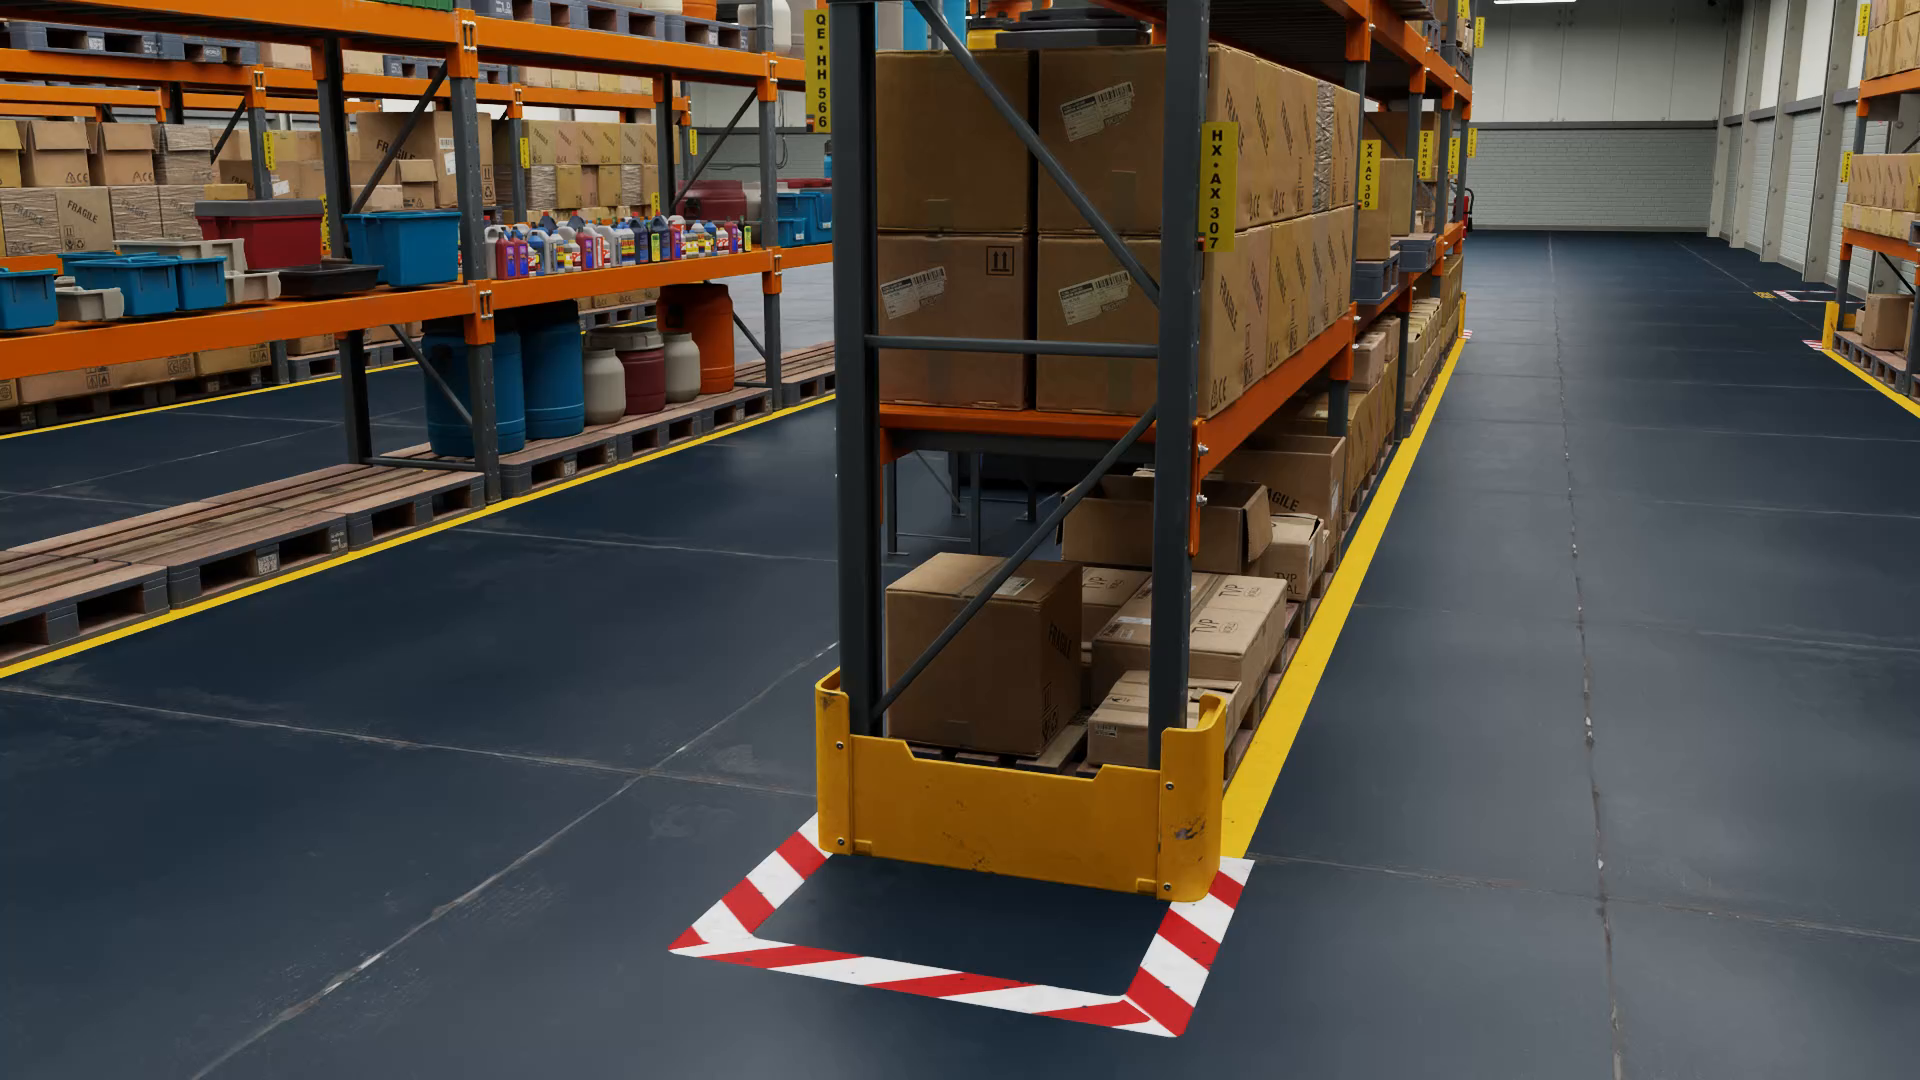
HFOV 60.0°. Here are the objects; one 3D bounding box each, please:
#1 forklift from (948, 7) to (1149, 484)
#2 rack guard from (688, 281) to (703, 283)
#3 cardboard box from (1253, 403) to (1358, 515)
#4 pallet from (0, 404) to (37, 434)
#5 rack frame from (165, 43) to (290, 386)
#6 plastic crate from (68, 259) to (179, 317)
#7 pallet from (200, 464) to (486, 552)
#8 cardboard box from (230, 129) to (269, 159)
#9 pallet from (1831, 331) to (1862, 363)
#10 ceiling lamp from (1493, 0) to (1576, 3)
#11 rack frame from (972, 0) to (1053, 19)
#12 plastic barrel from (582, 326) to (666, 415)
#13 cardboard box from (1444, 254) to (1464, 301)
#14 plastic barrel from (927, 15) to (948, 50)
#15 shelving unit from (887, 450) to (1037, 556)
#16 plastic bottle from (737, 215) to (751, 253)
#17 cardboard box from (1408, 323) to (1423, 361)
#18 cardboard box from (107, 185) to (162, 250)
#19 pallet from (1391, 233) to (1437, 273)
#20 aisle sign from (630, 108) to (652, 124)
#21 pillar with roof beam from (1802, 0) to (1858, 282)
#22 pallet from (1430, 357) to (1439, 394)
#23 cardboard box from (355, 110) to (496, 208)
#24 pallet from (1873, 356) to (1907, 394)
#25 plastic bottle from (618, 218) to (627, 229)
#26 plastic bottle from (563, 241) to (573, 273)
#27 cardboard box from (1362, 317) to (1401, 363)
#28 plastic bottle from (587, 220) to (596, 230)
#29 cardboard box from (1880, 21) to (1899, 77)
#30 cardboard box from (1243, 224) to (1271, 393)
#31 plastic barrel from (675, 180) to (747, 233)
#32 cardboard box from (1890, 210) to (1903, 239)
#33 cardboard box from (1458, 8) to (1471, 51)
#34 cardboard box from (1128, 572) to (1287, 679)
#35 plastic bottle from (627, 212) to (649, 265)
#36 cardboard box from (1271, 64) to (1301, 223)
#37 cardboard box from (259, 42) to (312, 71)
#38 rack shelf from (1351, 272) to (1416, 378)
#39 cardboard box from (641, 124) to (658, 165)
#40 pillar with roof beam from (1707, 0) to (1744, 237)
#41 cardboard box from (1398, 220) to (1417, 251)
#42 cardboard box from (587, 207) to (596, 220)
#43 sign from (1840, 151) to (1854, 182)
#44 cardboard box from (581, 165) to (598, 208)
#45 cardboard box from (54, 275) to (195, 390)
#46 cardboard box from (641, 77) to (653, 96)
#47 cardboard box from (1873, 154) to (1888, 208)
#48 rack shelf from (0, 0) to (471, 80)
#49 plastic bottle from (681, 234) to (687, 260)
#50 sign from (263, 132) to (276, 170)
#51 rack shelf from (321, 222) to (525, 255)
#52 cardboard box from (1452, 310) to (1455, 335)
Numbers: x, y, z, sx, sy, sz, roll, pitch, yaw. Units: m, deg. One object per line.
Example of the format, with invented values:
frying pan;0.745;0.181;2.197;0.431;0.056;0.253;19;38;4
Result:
forklift;0.907;-2.042;11.349;1.130;2.935;3.031;5;14;20
rack guard;-4.078;-3.366;22.613;1.175;0.500;0.348;4;14;18
cardboard box;1.824;-0.440;8.806;0.500;0.500;0.500;4;13;16
pallet;-7.757;-0.883;12.381;1.003;0.211;1.213;4;14;18
rack frame;-6.642;-2.917;15.025;1.000;3.000;0.127;4;14;18
plastic crate;-3.726;-1.129;7.434;0.416;0.233;0.300;4;14;18
pallet;-3.450;-0.201;9.393;1.003;0.211;1.213;4;14;18
cardboard box;-9.483;-5.040;21.565;0.875;0.550;0.550;4;14;18
pallet;9.687;-1.987;17.220;1.003;0.211;1.213;4;14;18
ceiling lamp;14.362;-14.952;41.157;2.000;3.185;0.800;4;14;18
rack frame;0.633;-7.169;20.175;1.000;3.000;0.127;4;14;18
plastic barrel;-2.463;-1.247;12.186;0.600;0.588;0.708;4;14;18
cardboard box;5.427;-2.982;18.864;0.500;0.500;0.500;4;14;18
plastic barrel;-0.336;-5.200;17.095;0.421;0.512;0.421;0;13;0
shelving unit;0.028;-0.749;8.900;0.538;1.500;1.048;4;14;18
plastic bottle;-1.682;-2.387;12.968;0.061;0.283;0.133;4;14;18
cardboard box;3.340;-1.541;12.972;0.500;0.311;0.500;4;13;17
cardboard box;-6.899;-2.629;13.543;0.500;0.500;0.500;4;13;17
pallet;2.578;-1.961;11.271;1.213;0.211;1.003;4;14;18
aisle sign;-4.317;-5.903;22.268;0.394;0.787;0.004;4;14;18
pillar with roof beam;10.409;-9.083;28.559;9.100;9.000;0.400;4;14;18
pallet;3.823;-1.527;15.205;1.003;0.211;1.213;4;14;18
cardboard box;-5.737;-4.099;17.913;1.000;1.000;1.000;4;14;19
pallet;8.897;-1.473;14.969;1.003;0.211;1.213;4;14;18
plastic bottle;-2.556;-2.305;12.636;0.097;0.271;0.097;0;13;0
plastic bottle;-2.526;-1.811;10.628;0.097;0.201;0.097;0;13;0
cardboard box;2.636;-1.338;11.053;0.500;0.250;0.500;5;14;21
plastic bottle;-2.732;-2.233;12.319;0.097;0.271;0.097;0;13;0
cardboard box;9.291;-4.779;16.177;0.500;0.500;0.500;5;14;21
cardboard box;0.697;-0.750;5.310;0.500;0.500;0.500;4;14;18
plastic barrel;-2.092;-2.746;13.972;0.600;0.536;0.708;4;14;18
cardboard box;8.749;-2.851;15.032;0.500;0.250;0.500;4;14;19
cardboard box;4.677;-5.168;16.659;0.797;0.503;0.637;6;14;25
cardboard box;0.910;0.303;6.109;0.500;0.250;0.500;4;14;18
plastic bottle;-2.246;-2.082;11.479;0.144;0.351;0.185;4;14;18
cardboard box;0.864;-1.344;5.666;0.500;0.500;0.500;5;14;19
cardboard box;-6.249;-4.386;15.062;0.500;0.250;0.500;5;14;19
rack shelf;2.084;-1.431;10.132;1.077;0.370;4.000;4;14;18
cardboard box;-4.154;-5.043;21.201;0.500;0.500;0.500;4;14;18
pillar with roof beam;16.233;-12.873;45.164;9.100;9.000;0.548;4;14;18
cardboard box;3.203;-2.333;12.671;0.500;0.311;0.500;4;14;18
cardboard box;-4.612;-3.925;20.008;0.380;0.149;0.250;4;14;18
sign;9.494;-3.992;17.792;0.100;0.325;0.005;4;14;18
cardboard box;-4.882;-4.258;20.010;0.875;0.500;0.500;4;14;18
cardboard box;-7.180;-1.755;13.765;1.225;0.875;0.875;4;14;19
cardboard box;-4.128;-5.765;21.102;0.500;0.250;0.500;4;14;19
cardboard box;9.070;-3.433;15.896;0.500;0.500;0.500;5;14;20
rack shelf;-3.896;-2.408;7.674;1.077;0.370;4.000;4;14;18
plastic bottle;-2.032;-2.132;12.035;0.097;0.201;0.097;0;13;0
sign;-6.115;-3.442;14.725;0.100;0.325;0.005;4;14;18
rack shelf;-5.994;-2.987;16.950;1.077;0.370;4.000;4;14;18
cardboard box;4.951;-2.300;17.561;0.500;0.250;0.500;4;14;18
